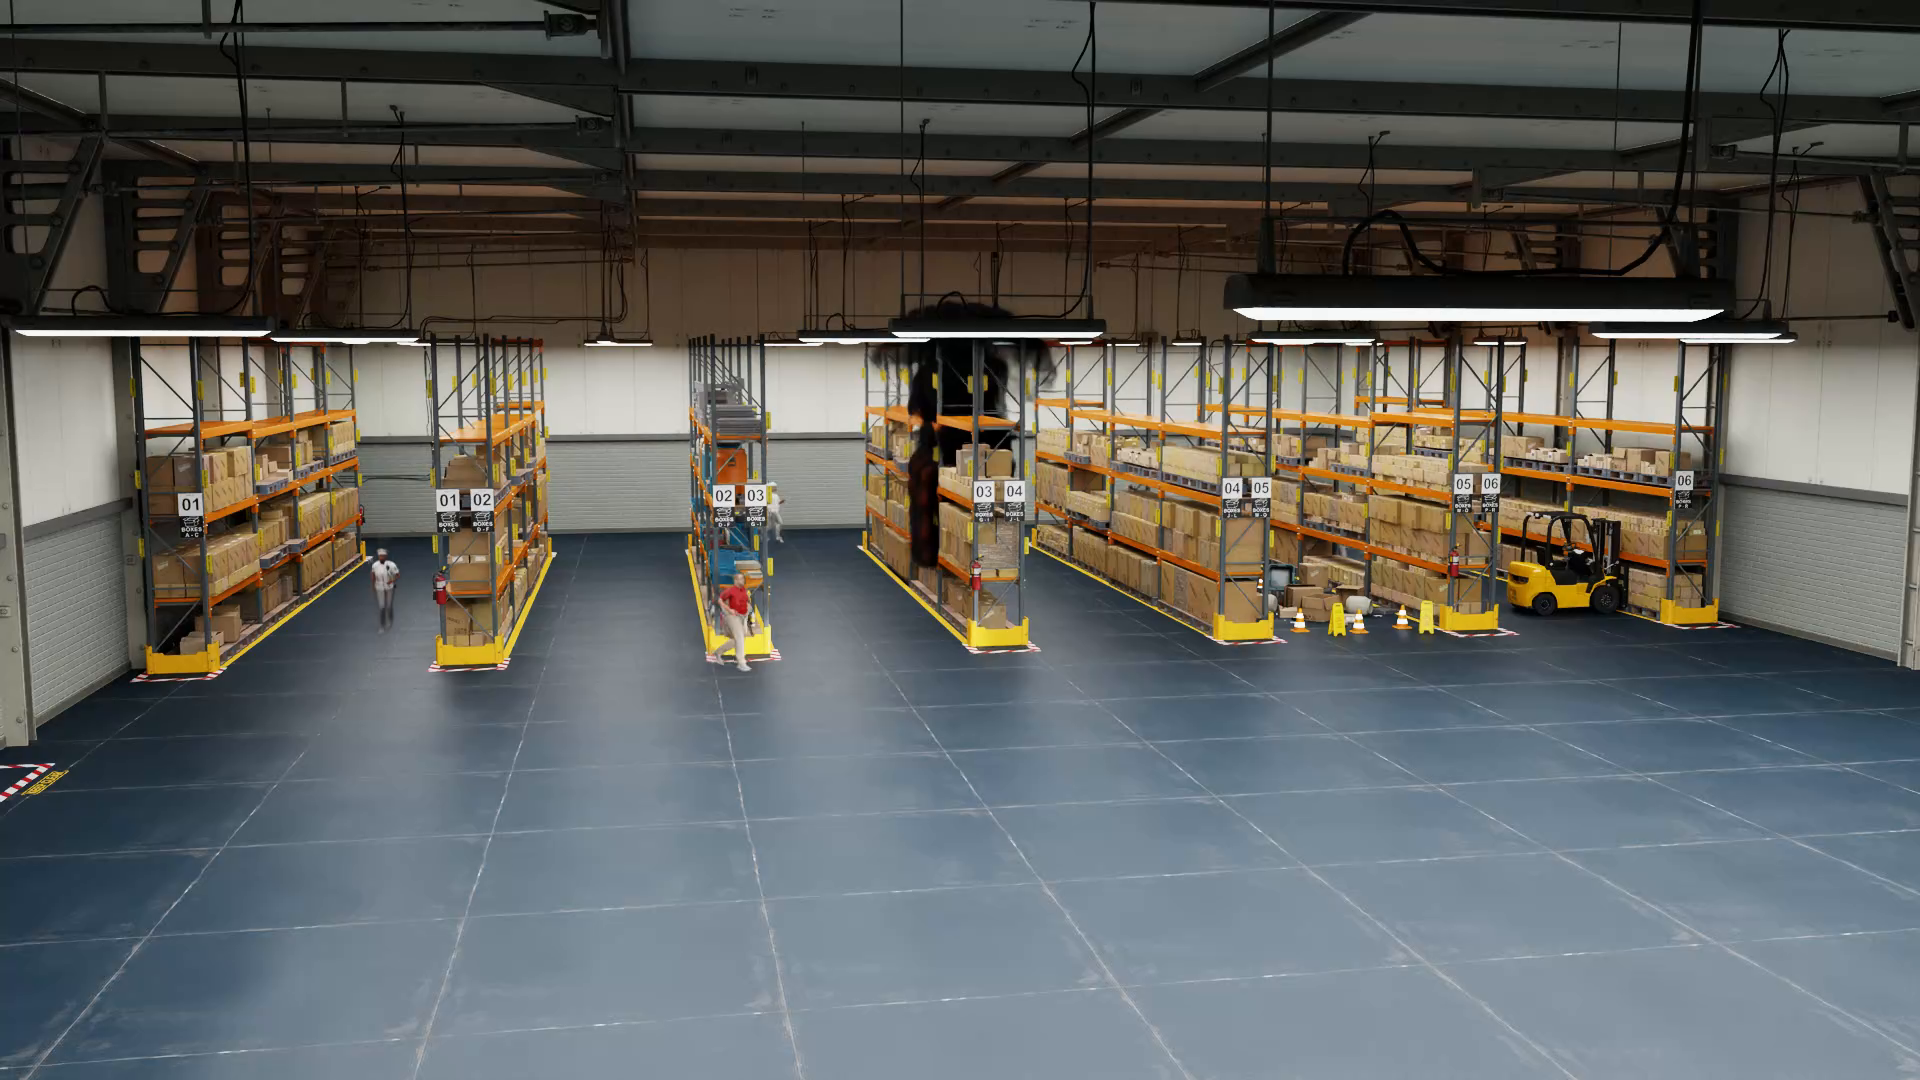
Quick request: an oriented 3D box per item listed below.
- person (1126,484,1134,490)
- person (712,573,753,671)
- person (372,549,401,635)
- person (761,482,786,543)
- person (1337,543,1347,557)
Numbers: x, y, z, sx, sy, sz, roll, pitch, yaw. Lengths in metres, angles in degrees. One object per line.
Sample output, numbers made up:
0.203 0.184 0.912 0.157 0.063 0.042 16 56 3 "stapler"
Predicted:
5.277 -0.865 50.568 0.804 1.645 0.605 0 7 1 "person"
-4.047 1.468 30.003 0.895 1.740 0.679 3 7 23 "person"
-11.647 1.017 33.781 0.575 1.736 0.812 -1 7 -13 "person"
-5.546 -0.806 49.336 0.782 1.828 0.674 0 7 1 "person"
10.088 -0.206 44.662 0.609 1.711 0.876 -1 7 -5 "person"
